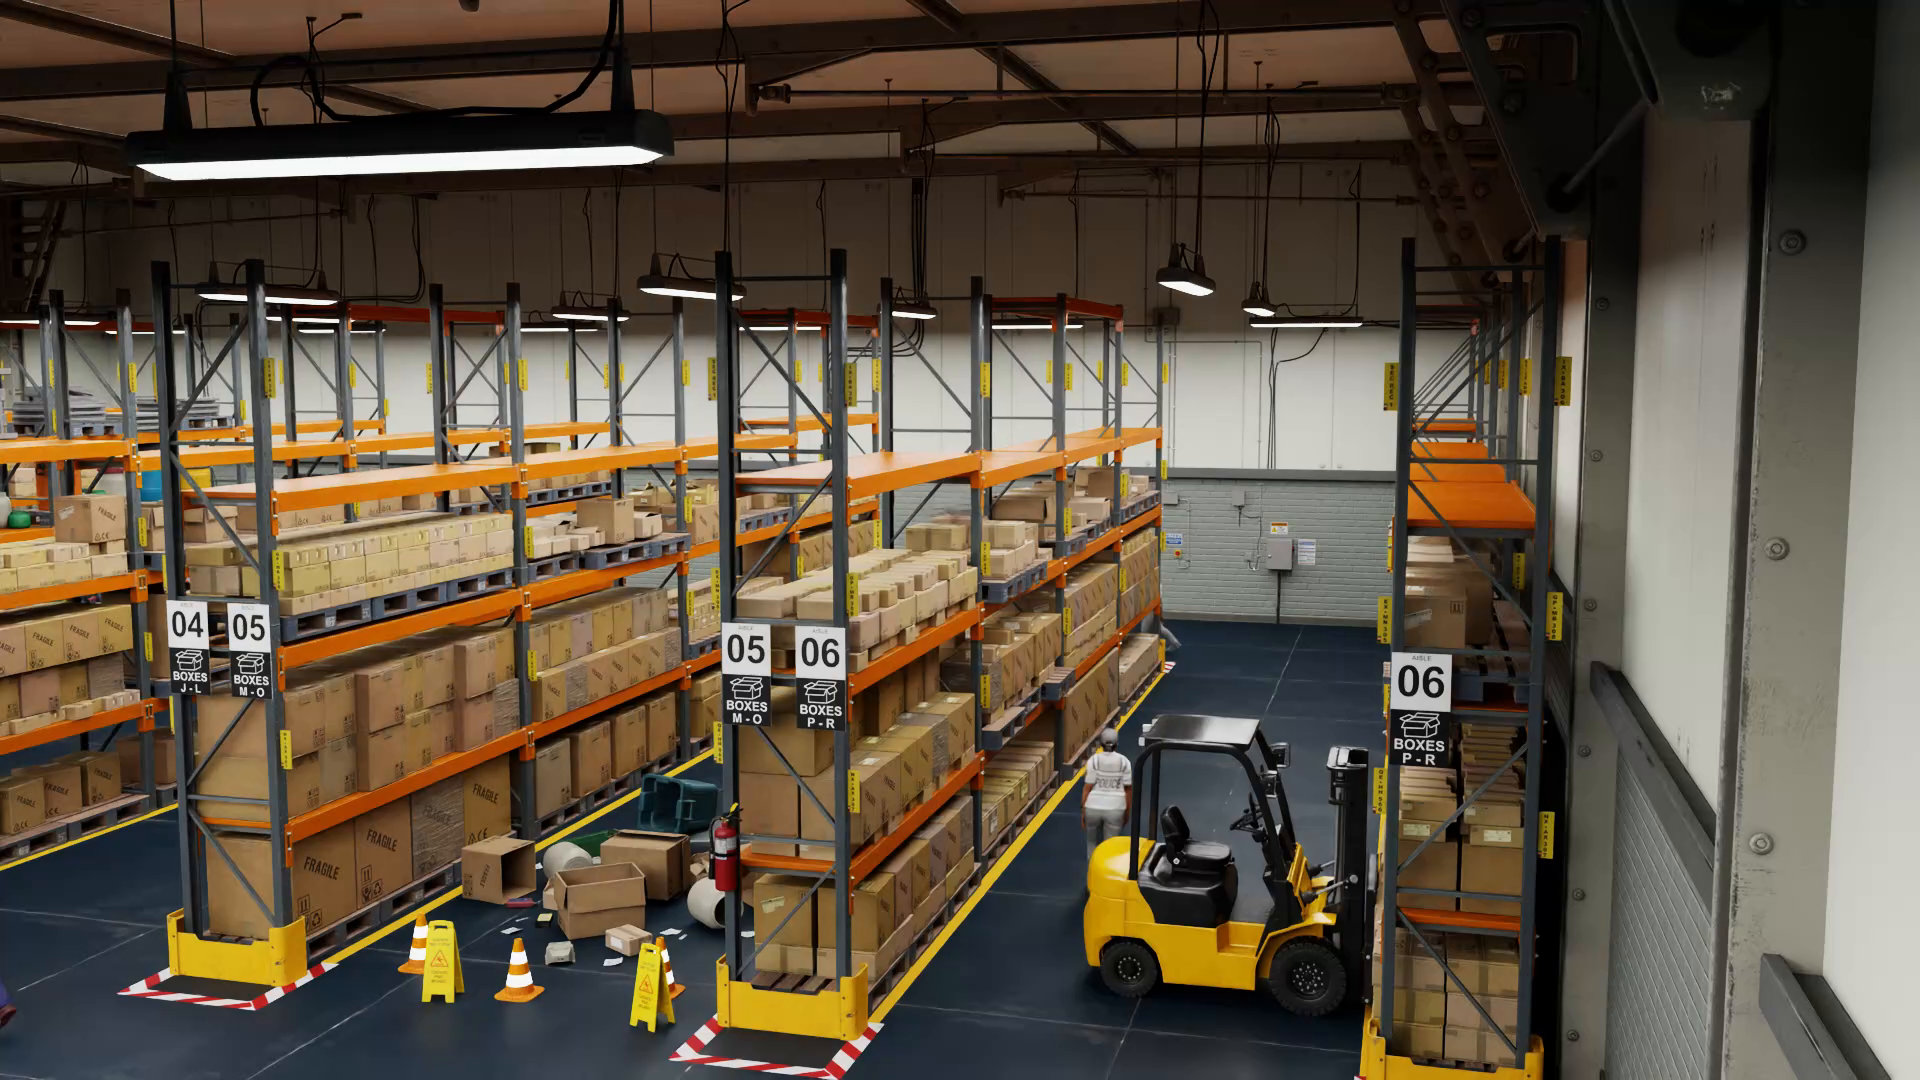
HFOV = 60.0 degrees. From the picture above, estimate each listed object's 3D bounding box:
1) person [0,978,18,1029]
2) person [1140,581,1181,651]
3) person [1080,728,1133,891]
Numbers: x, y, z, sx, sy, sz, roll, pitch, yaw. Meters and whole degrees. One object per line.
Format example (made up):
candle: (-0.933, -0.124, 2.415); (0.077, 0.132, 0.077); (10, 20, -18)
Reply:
person: (-7.639, 3.011, 12.773); (0.762, 1.622, 0.544); (3, 7, 30)
person: (3.454, 1.228, 29.498); (0.984, 1.639, 0.448); (0, 6, -4)
person: (1.414, 2.674, 16.103); (0.508, 1.712, 0.606); (1, 6, 12)
